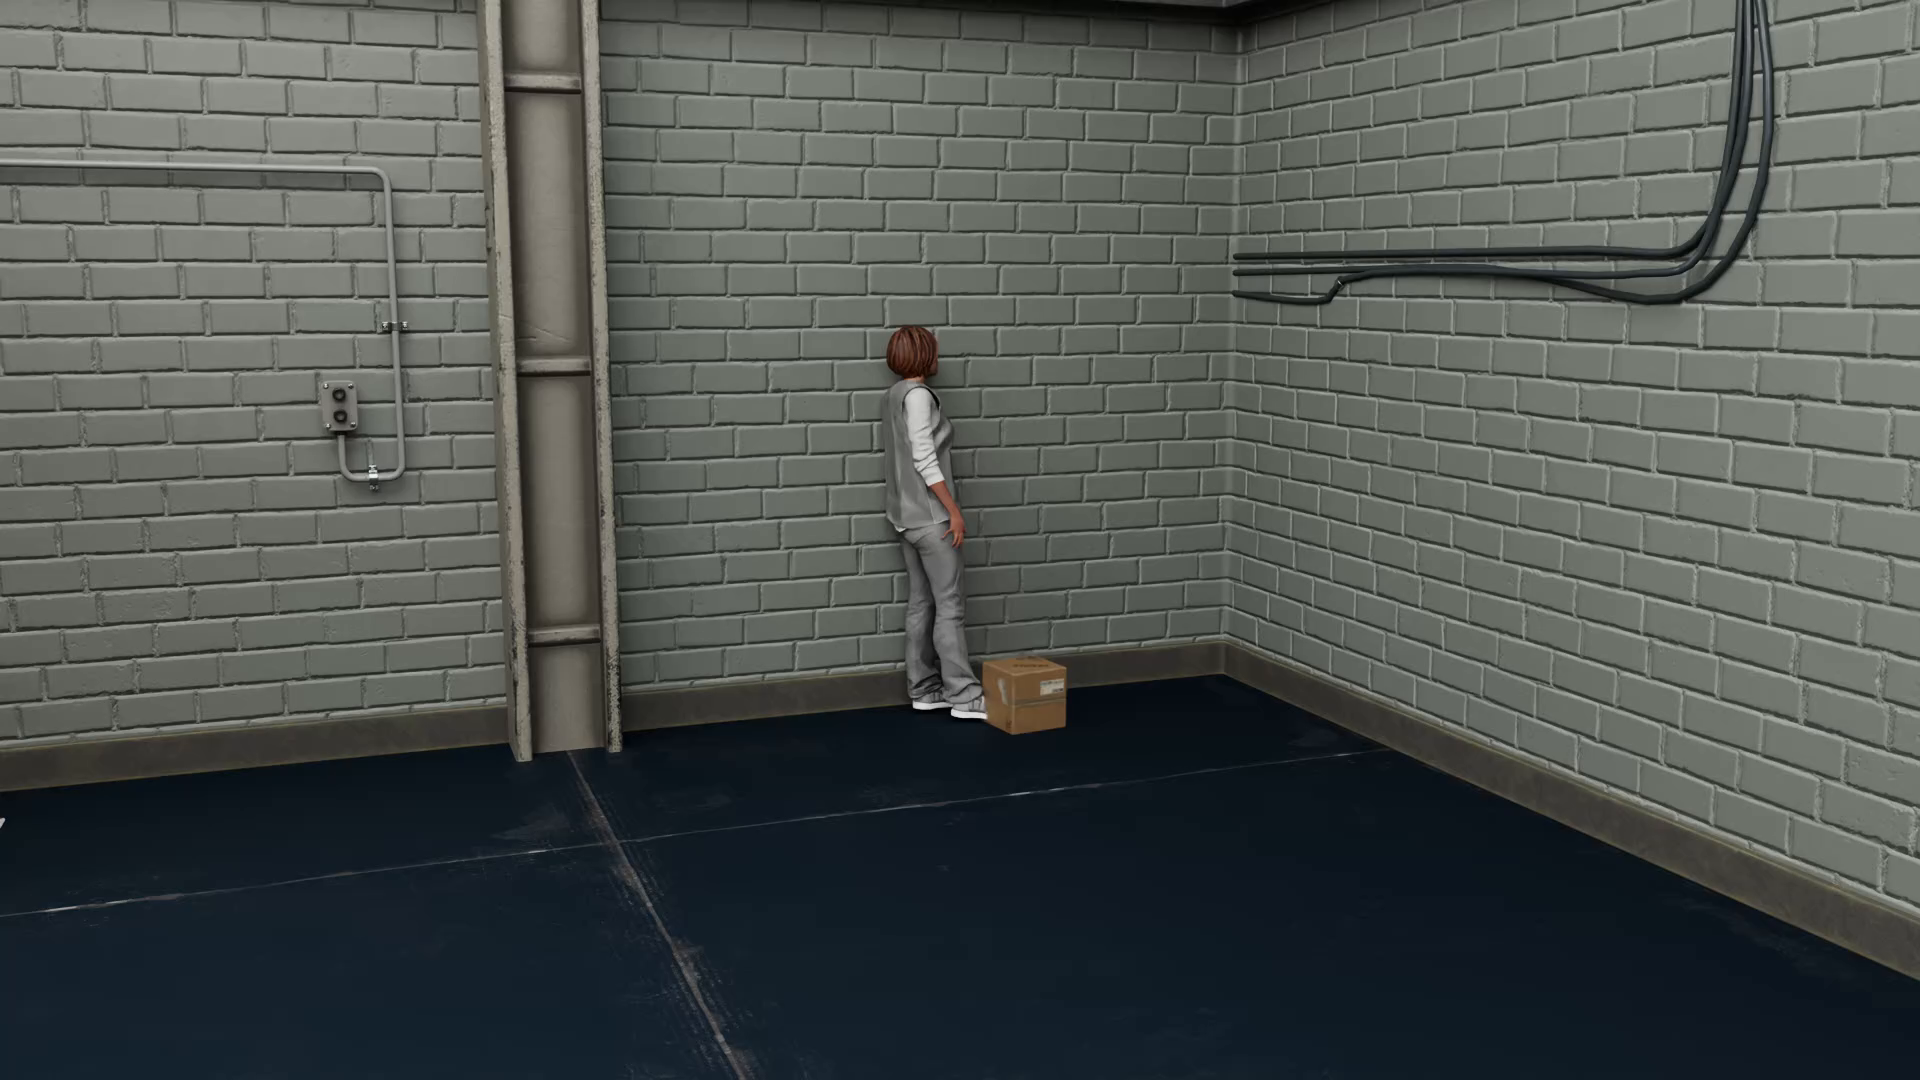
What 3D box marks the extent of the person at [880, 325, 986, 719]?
[{"bbox_3d":[-0.070,-0.068,6.837,0.475,1.575,0.520,-3,10,-21],"label":"person"}]
